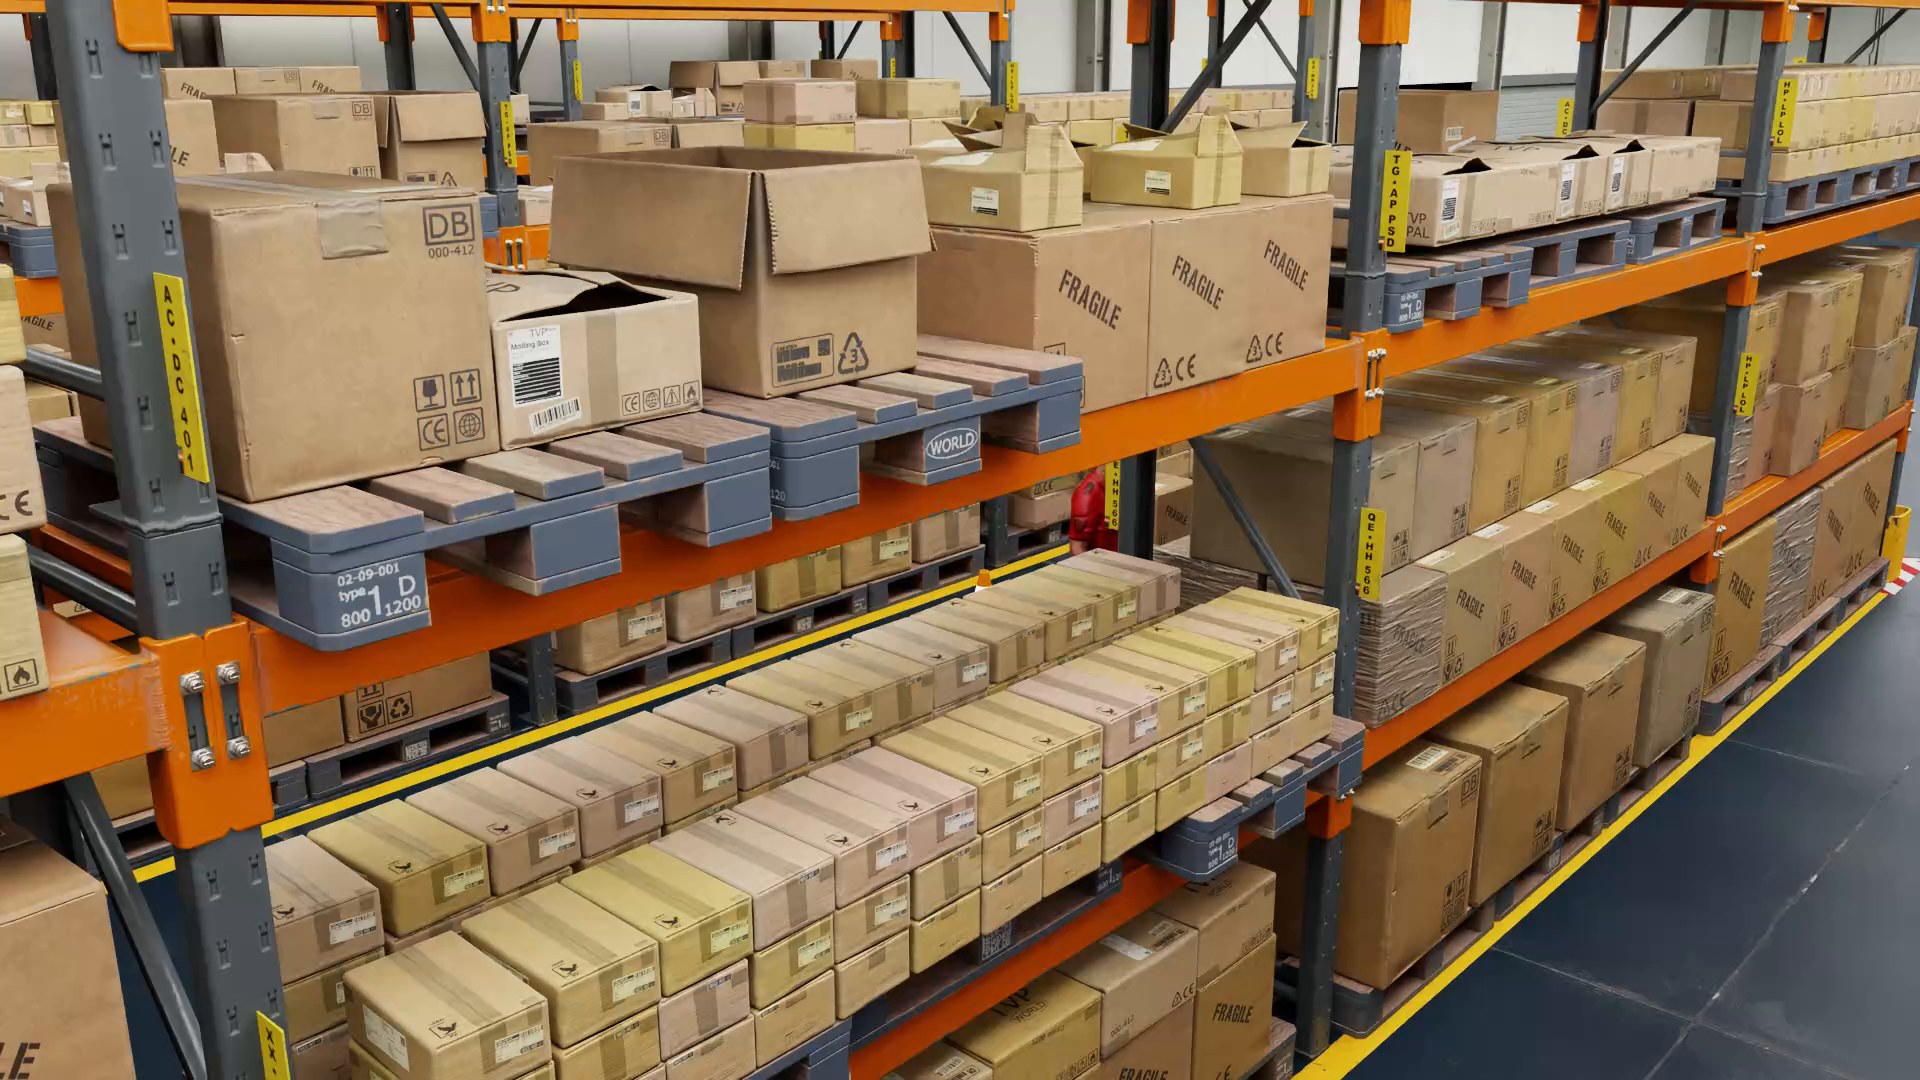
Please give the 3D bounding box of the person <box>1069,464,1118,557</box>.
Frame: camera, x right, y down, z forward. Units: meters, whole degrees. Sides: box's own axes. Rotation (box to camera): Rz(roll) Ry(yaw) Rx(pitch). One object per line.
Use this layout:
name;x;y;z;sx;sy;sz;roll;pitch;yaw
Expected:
person;0.814;0.266;9.176;0.393;1.732;0.551;14;22;38
